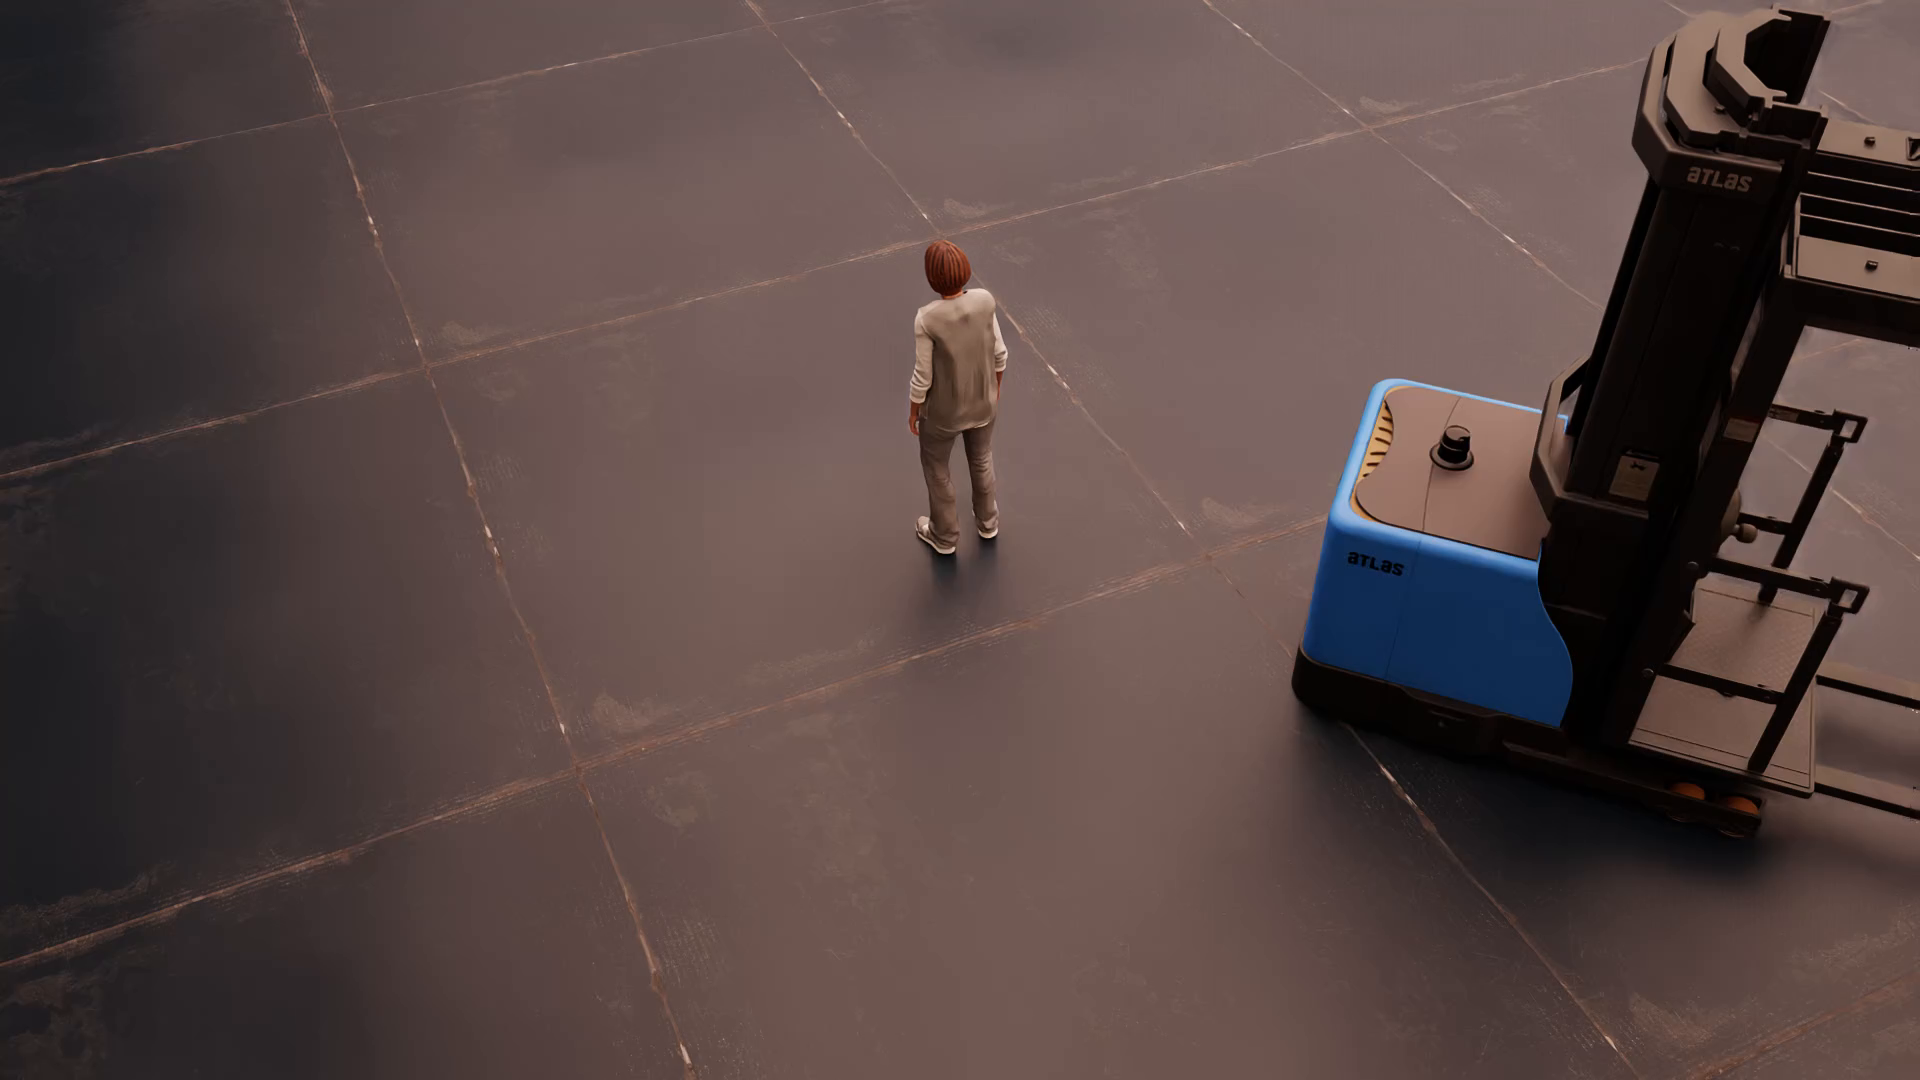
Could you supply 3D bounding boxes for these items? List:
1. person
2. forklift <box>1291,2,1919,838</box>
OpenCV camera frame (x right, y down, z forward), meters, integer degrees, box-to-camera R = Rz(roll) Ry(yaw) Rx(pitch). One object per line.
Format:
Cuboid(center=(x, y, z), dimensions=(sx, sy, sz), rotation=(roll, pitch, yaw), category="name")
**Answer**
Cuboid(center=(-0.014, -0.593, 7.298), dimensions=(0.467, 1.591, 0.344), rotation=(-19, 46, -19), category="person")
Cuboid(center=(2.978, -0.313, 6.015), dimensions=(3.031, 2.935, 1.130), rotation=(15, 45, 15), category="forklift")
